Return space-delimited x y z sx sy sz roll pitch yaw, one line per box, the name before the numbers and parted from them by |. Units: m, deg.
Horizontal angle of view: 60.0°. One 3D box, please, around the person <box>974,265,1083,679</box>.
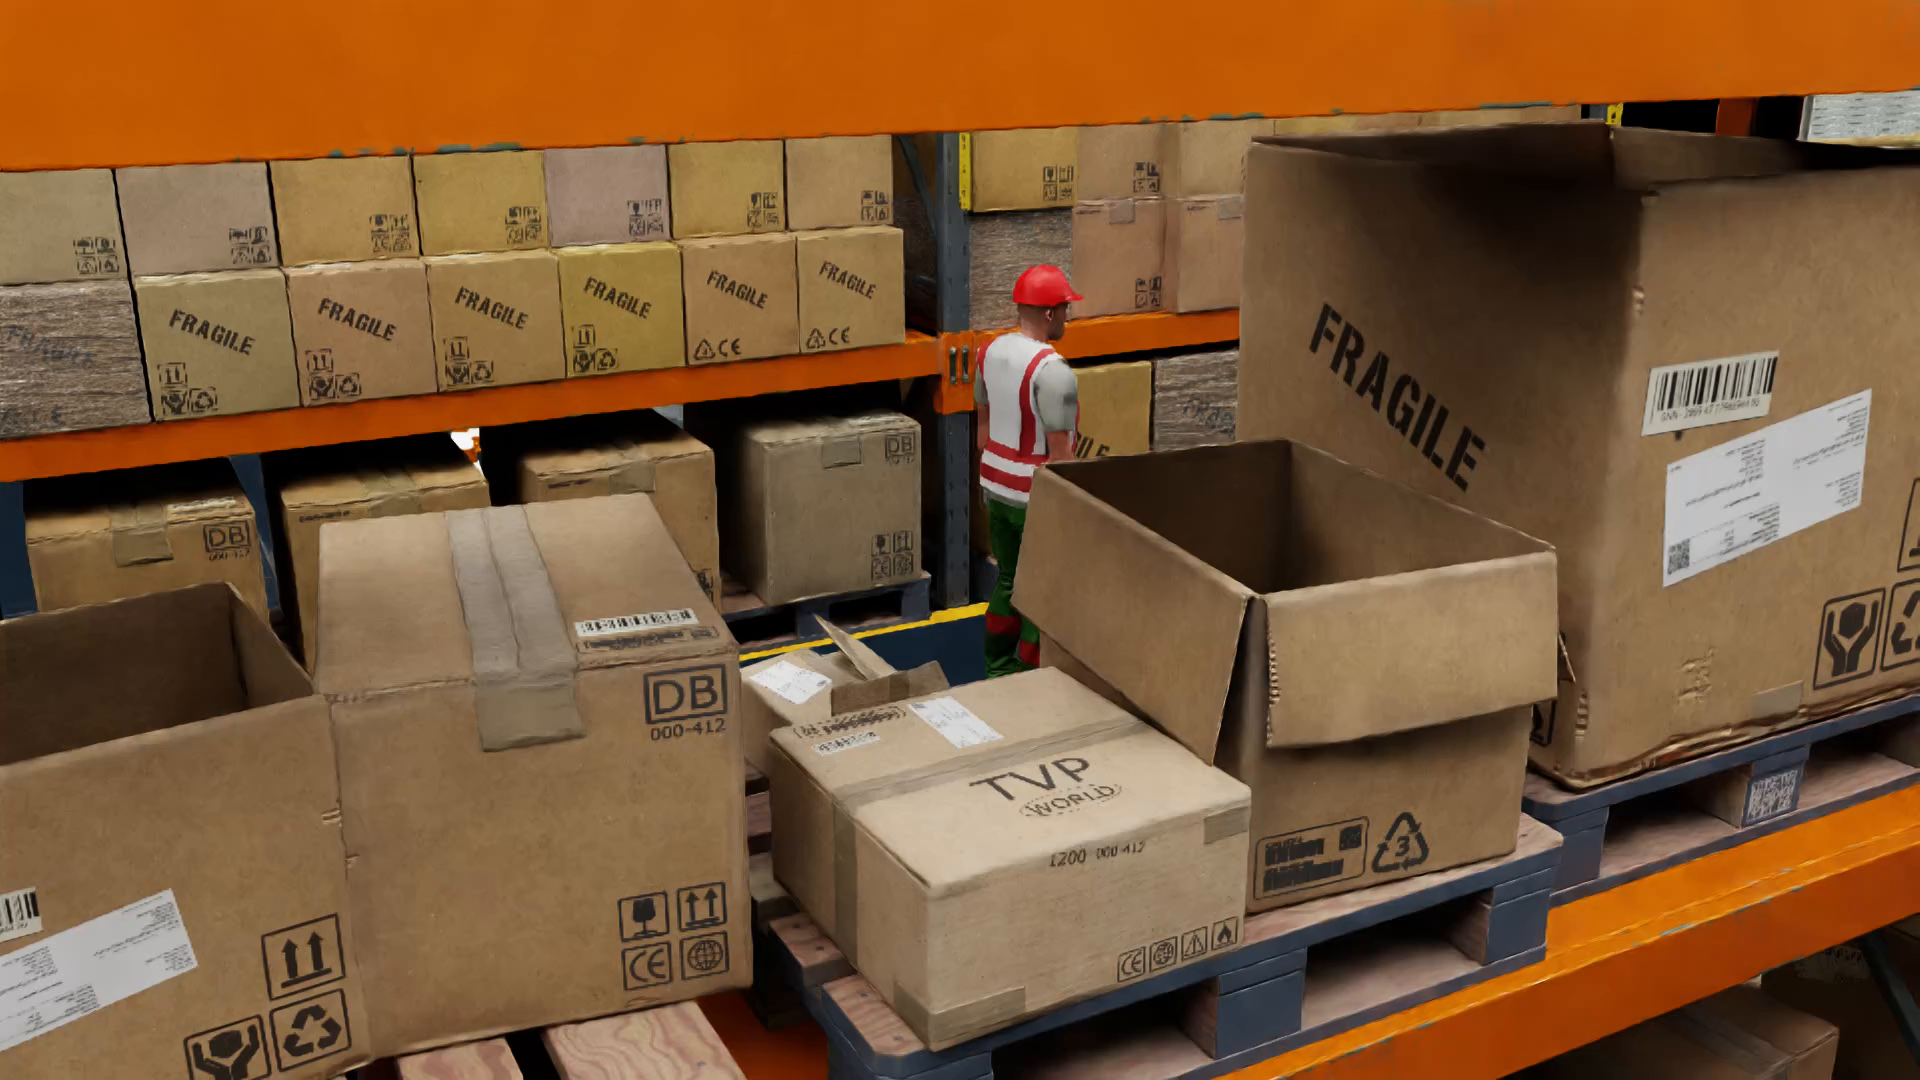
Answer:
person | 0.304 -0.175 6.476 0.405 1.796 0.591 -12 22 -33
